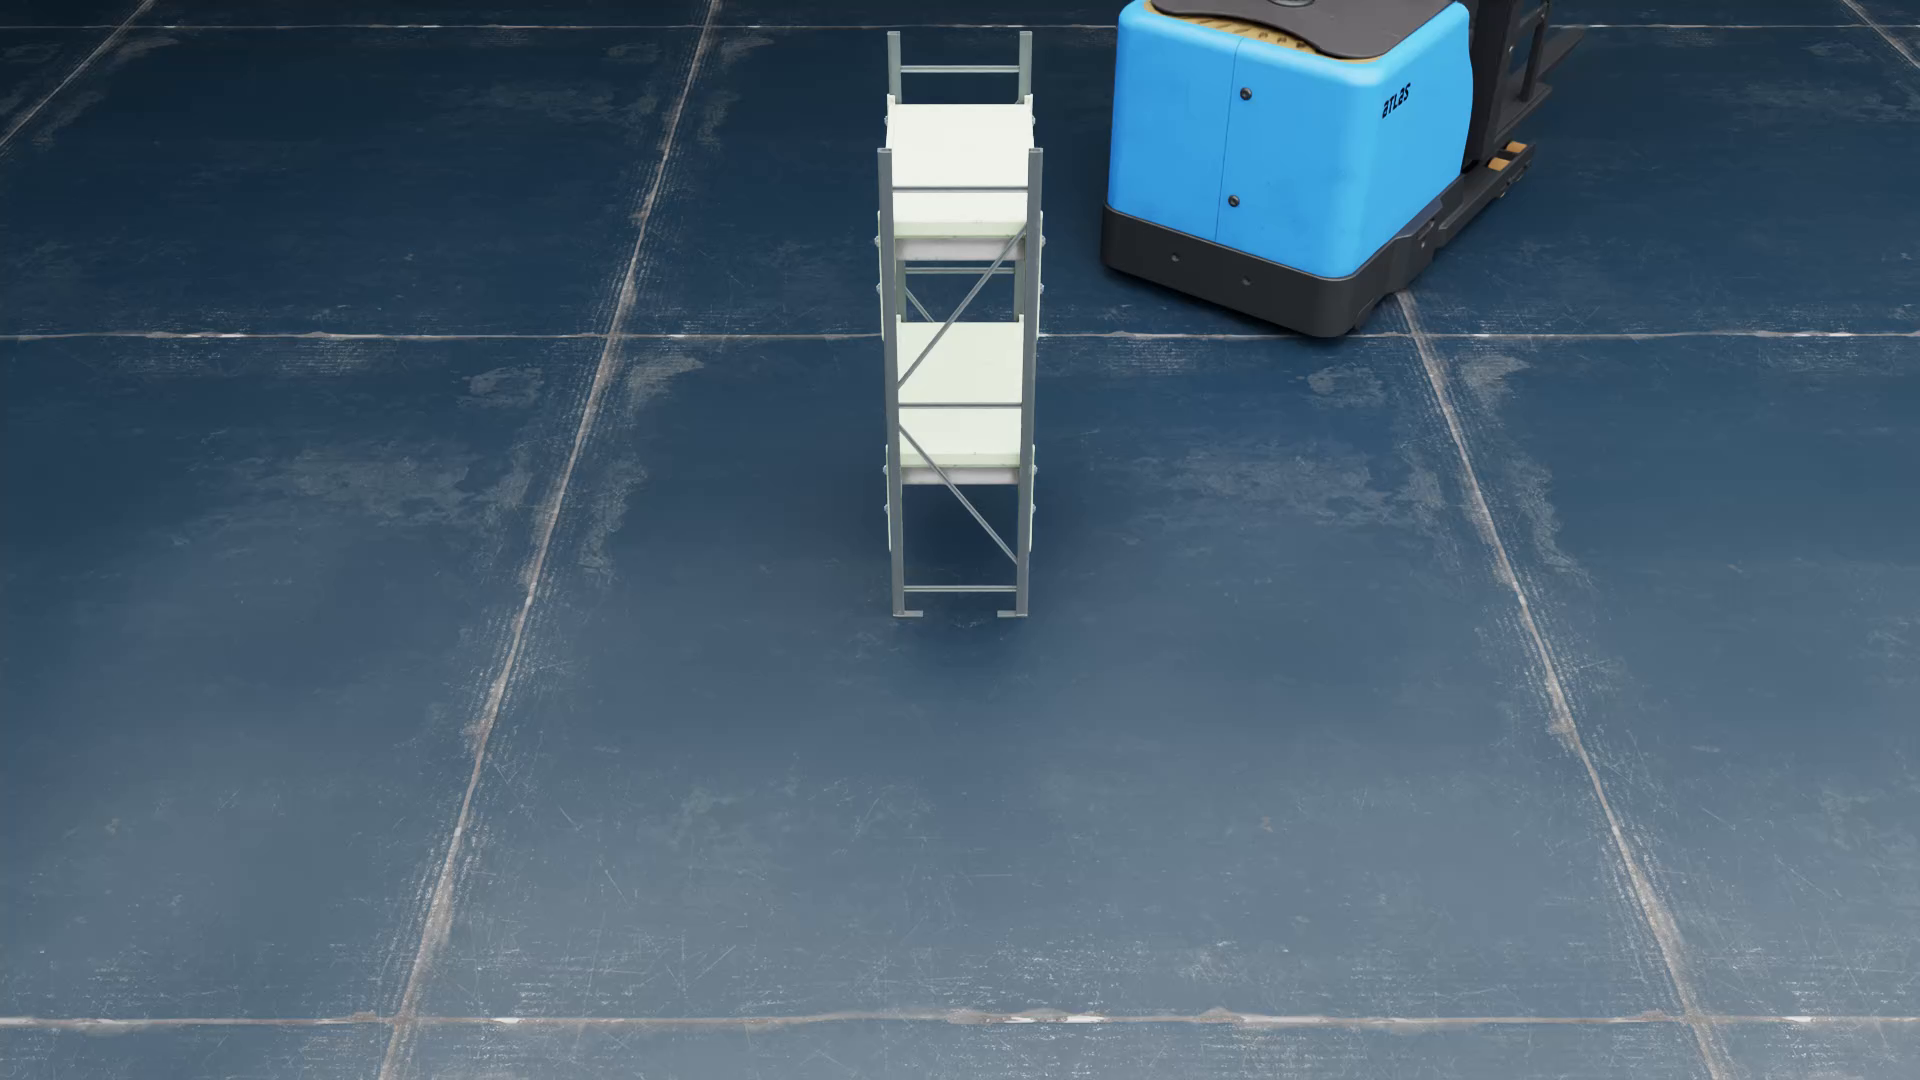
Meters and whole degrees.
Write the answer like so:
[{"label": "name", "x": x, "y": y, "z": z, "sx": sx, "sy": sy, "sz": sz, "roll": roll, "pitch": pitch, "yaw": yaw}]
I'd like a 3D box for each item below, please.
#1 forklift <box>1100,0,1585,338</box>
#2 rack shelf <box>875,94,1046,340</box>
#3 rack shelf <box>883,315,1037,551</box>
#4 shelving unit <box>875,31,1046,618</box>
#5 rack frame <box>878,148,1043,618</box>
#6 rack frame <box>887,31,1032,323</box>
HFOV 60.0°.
[{"label": "forklift", "x": 1.819, "y": -2.756, "z": 6.345, "sx": 1.130, "sy": 2.935, "sz": 3.031, "roll": 24, "pitch": 45, "yaw": 27}, {"label": "rack shelf", "x": 0.000, "y": -0.894, "z": 4.542, "sx": 0.431, "sy": 0.370, "sz": 0.720, "roll": 0, "pitch": 39, "yaw": 0}, {"label": "rack shelf", "x": 0.000, "y": -0.335, "z": 4.990, "sx": 0.431, "sy": 0.370, "sz": 0.720, "roll": 0, "pitch": 39, "yaw": 0}, {"label": "shelving unit", "x": 0.000, "y": -0.589, "z": 4.786, "sx": 0.431, "sy": 1.500, "sz": 0.755, "roll": 0, "pitch": 39, "yaw": 0}, {"label": "rack frame", "x": 0.000, "y": -0.361, "z": 4.501, "sx": 0.400, "sy": 1.500, "sz": 0.023, "roll": 0, "pitch": 39, "yaw": 0}, {"label": "rack frame", "x": 0.000, "y": -0.818, "z": 5.072, "sx": 0.400, "sy": 1.500, "sz": 0.023, "roll": 0, "pitch": 39, "yaw": 0}]
